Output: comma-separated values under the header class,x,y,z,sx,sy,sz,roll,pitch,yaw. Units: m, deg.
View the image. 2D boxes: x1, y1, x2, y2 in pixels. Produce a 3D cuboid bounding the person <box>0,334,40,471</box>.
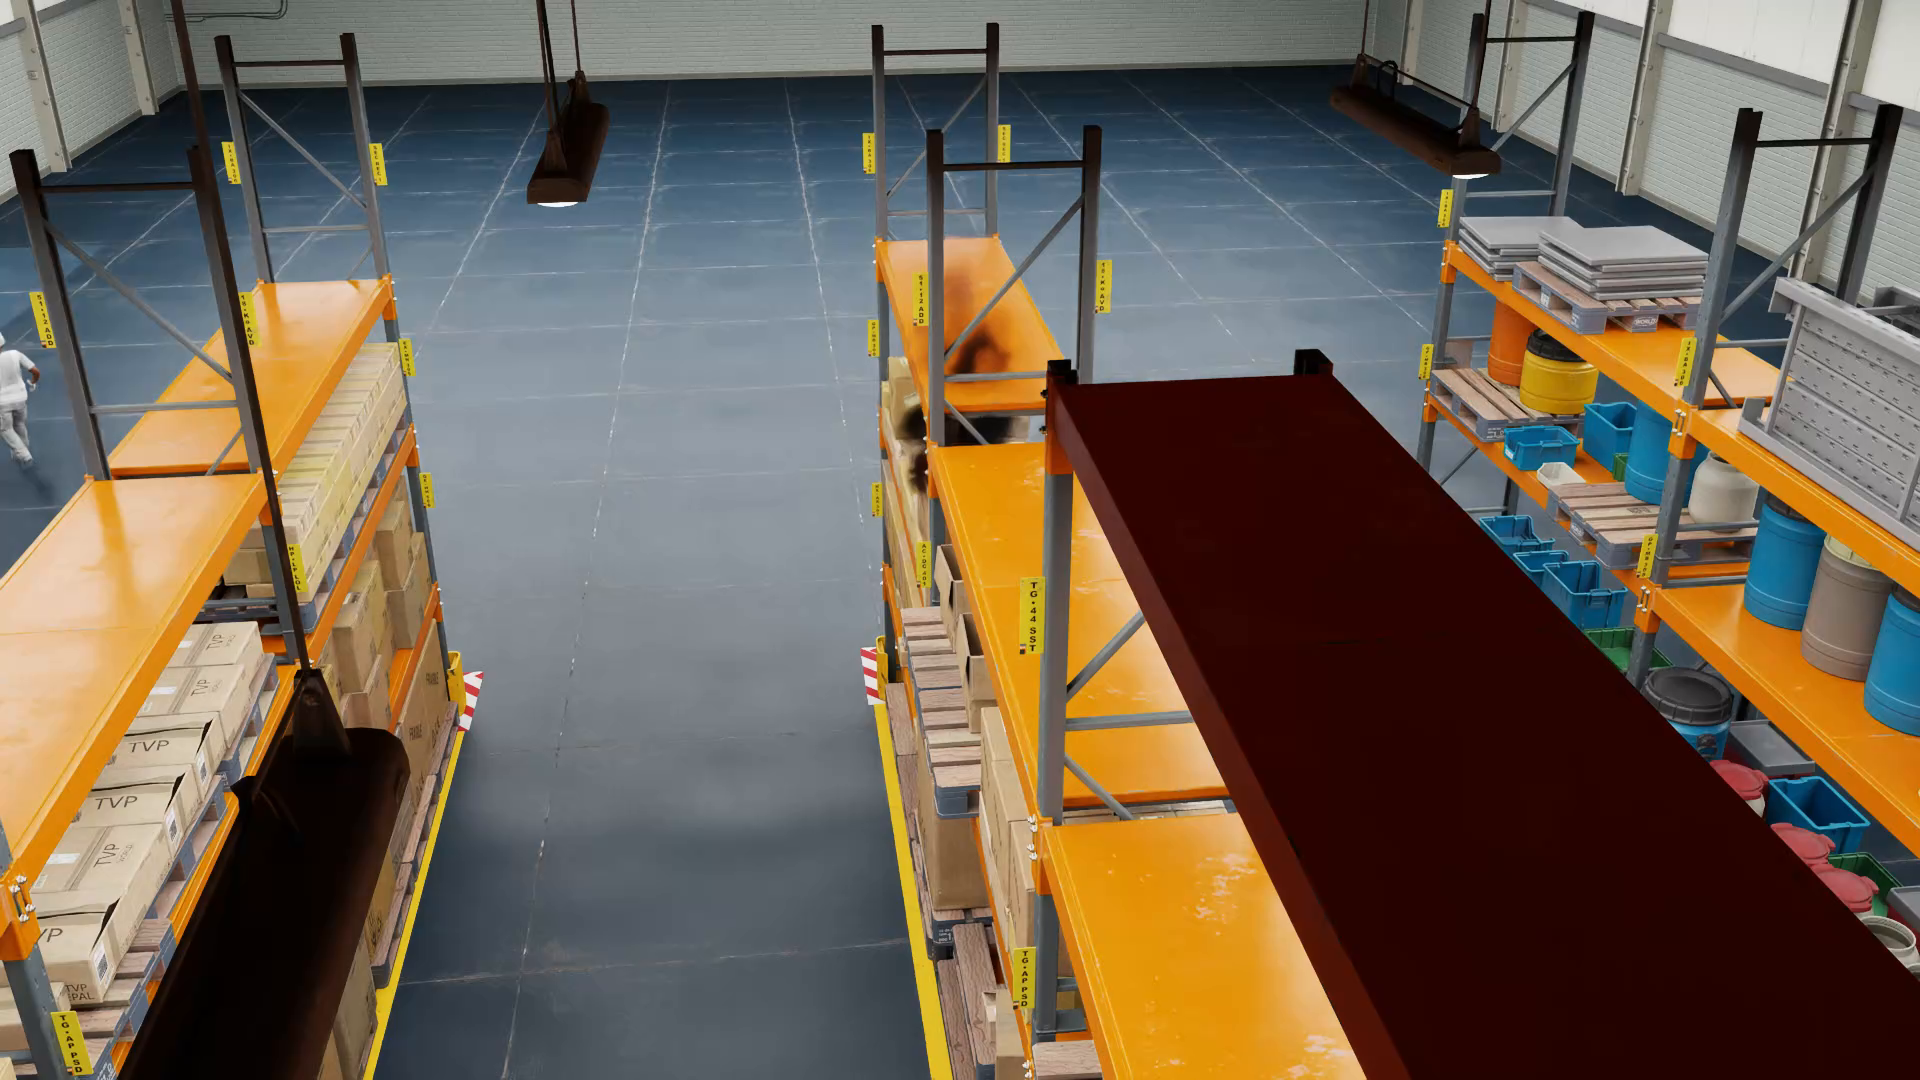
class,x,y,z,sx,sy,sz,roll,pitch,yaw
person,-11.402,-1.673,19.939,0.964,1.763,0.695,22,33,38
